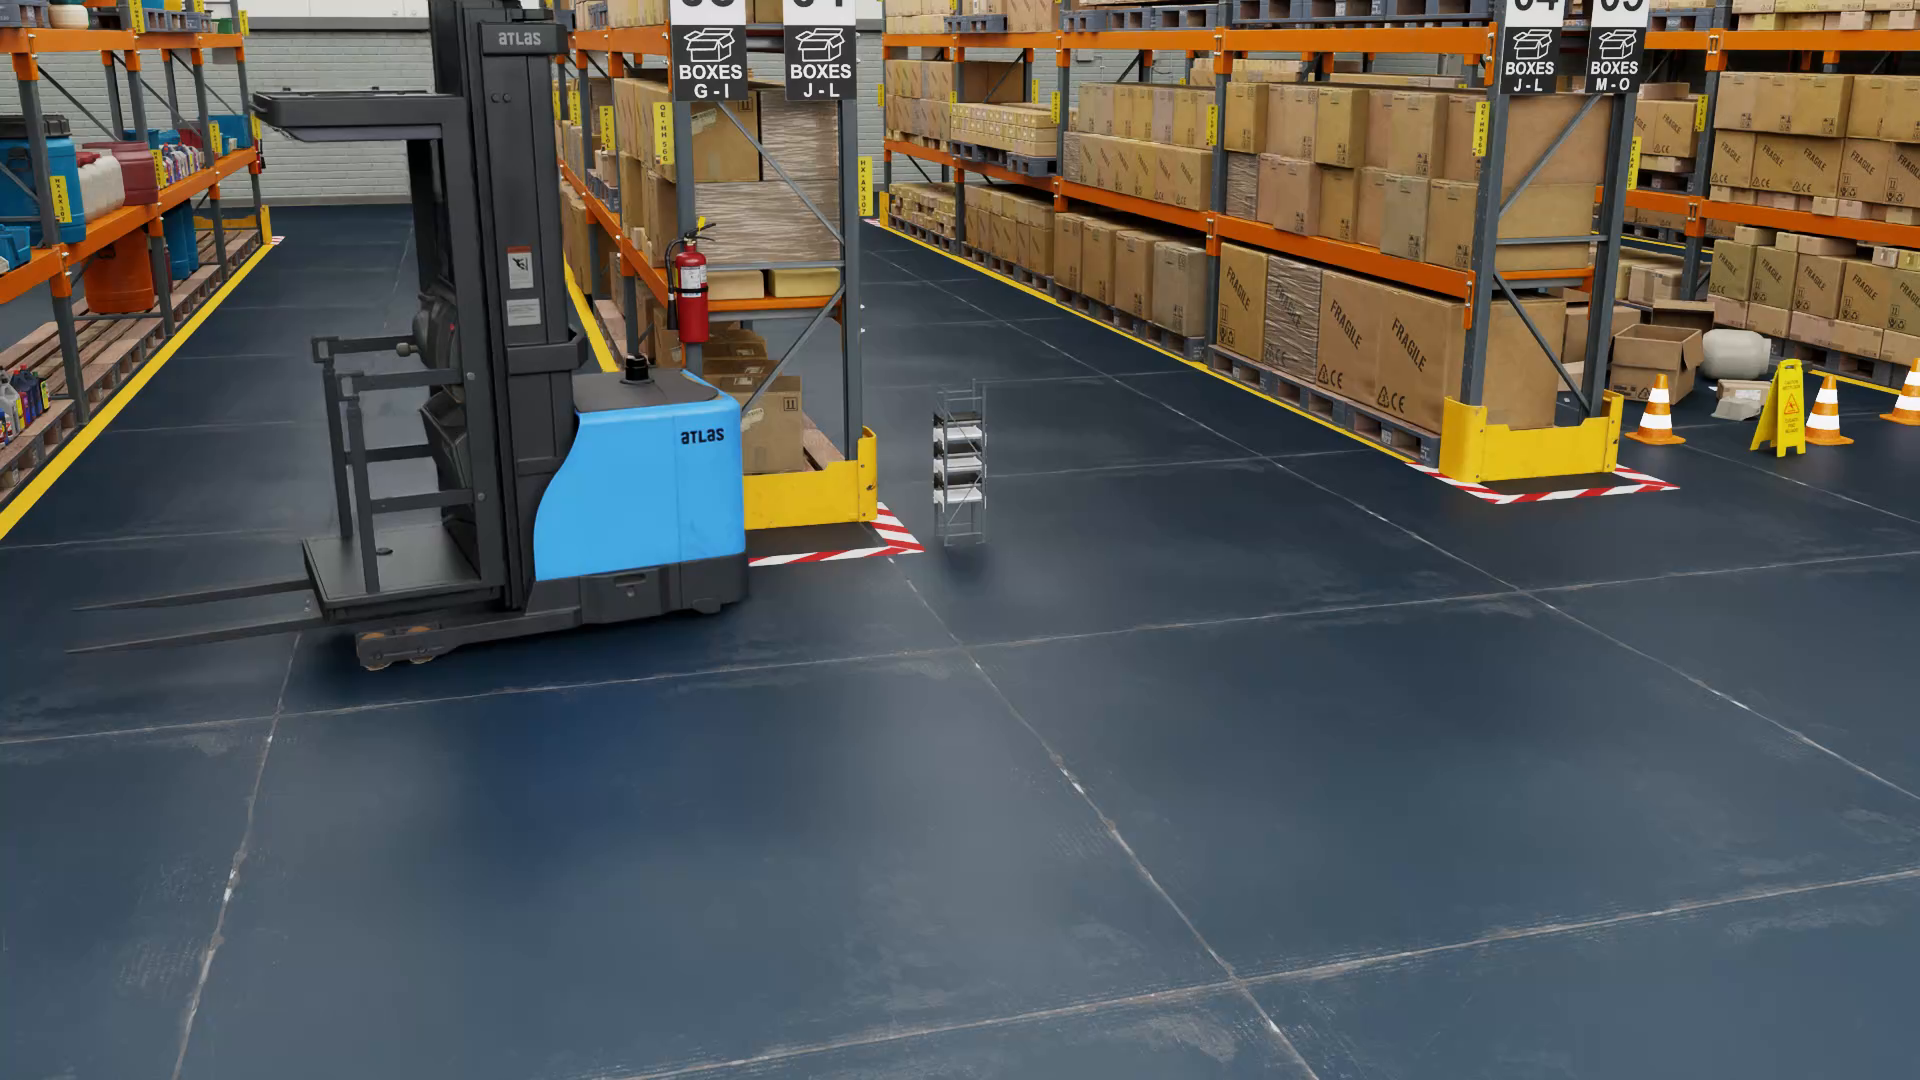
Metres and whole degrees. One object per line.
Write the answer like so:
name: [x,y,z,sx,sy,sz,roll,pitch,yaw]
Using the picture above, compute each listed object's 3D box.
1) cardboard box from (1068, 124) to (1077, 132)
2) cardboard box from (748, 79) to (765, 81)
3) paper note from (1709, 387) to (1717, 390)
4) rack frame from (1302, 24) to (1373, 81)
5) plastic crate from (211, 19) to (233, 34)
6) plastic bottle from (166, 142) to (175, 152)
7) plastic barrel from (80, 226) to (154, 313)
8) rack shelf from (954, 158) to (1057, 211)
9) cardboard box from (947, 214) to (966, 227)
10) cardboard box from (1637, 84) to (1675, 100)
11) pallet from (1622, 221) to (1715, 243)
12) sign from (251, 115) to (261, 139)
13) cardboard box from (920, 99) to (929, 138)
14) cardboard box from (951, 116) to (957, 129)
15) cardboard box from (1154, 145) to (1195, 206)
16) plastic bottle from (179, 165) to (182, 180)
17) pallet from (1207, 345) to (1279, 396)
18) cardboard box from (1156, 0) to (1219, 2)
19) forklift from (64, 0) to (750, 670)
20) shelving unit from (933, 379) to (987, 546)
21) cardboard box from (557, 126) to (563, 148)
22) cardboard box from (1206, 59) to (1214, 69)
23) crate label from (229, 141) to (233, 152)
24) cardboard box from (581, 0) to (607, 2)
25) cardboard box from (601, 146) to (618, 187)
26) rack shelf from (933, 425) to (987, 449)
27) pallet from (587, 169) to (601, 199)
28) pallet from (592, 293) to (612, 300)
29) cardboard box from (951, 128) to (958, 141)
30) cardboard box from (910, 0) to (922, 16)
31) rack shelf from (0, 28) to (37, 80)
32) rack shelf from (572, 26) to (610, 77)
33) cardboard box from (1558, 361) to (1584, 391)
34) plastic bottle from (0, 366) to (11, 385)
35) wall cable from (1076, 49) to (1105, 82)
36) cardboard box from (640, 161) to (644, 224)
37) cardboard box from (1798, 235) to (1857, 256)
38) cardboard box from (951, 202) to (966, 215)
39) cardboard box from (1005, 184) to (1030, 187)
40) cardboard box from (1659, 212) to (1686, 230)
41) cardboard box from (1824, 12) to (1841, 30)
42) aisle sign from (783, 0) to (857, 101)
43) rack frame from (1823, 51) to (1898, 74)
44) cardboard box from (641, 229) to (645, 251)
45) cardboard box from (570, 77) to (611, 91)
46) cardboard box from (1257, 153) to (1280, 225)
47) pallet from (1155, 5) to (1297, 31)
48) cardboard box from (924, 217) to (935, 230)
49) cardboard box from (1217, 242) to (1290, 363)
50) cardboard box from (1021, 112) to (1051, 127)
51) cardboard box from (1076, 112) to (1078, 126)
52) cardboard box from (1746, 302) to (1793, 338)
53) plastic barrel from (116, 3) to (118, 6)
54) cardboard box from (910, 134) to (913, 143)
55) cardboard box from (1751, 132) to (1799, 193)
cardboard box: [1.442,-4.633,18.850,0.380,0.149,0.250,-5,18,-17]
cardboard box: [-1.636,-3.069,12.026,0.500,0.500,0.500,-5,17,-15]
paper note: [6.202,-1.241,13.551,0.148,0.019,0.142,1,17,4]
rack frame: [5.167,-5.637,23.004,1.000,3.000,0.127,-5,17,-15]
plastic crate: [-9.678,-6.653,21.542,0.450,0.188,0.336,-5,17,-15]
plastic bottle: [-8.695,-4.199,18.301,0.144,0.351,0.185,-5,17,-15]
plastic barrel: [-8.175,-2.651,16.107,0.600,0.830,0.708,-5,17,-15]
rack shelf: [0.985,-4.320,19.870,1.077,0.370,4.000,-5,17,-15]
cardboard box: [0.043,-4.258,22.122,0.380,0.149,0.250,-4,17,-14]
cardboard box: [6.819,-4.426,16.424,0.380,0.149,0.250,-5,17,-17]
pallet: [10.198,-4.473,23.976,1.003,0.211,1.213,-5,17,-15]
sign: [-9.699,-5.695,22.912,0.100,0.325,0.005,-5,17,-15]
cardboard box: [-0.246,-5.801,22.859,0.500,0.500,0.500,-5,17,-16]
cardboard box: [0.101,-5.296,21.058,0.380,0.149,0.250,-4,17,-14]
cardboard box: [2.094,-3.316,15.103,0.500,0.500,0.500,-5,17,-16]
plastic bottle: [-8.307,-3.912,17.605,0.097,0.201,0.097,0,17,0]
pallet: [2.767,-1.453,13.922,1.003,0.211,1.213,-5,17,-15]
cardboard box: [2.083,-4.943,14.836,0.500,0.250,0.500,-5,17,-16]
forklift: [-2.601,-0.990,7.651,3.031,2.935,1.130,-8,18,-25]
shelving unit: [-0.002,-0.433,9.330,0.258,0.900,0.210,-5,17,-15]
cardboard box: [-4.735,-5.026,20.712,0.500,0.250,0.500,-5,17,-16]
cardboard box: [4.001,-7.313,25.544,0.380,0.149,0.250,-4,17,-14]
crate label: [-9.659,-5.103,21.581,0.396,0.136,0.243,-5,17,-15]
cardboard box: [-3.100,-5.042,14.765,0.500,0.500,0.500,-5,17,-17]
cardboard box: [-2.728,-3.364,14.526,0.797,0.503,0.637,-3,17,-10]
rack shelf: [-0.002,-0.574,9.288,0.258,0.077,0.200,-5,17,-15]
pallet: [-2.964,-3.467,16.112,1.213,0.211,1.003,-5,17,-15]
pallet: [-3.407,-2.636,17.860,1.003,0.211,1.213,-5,17,-15]
cardboard box: [0.101,-5.153,21.100,0.380,0.149,0.250,-6,18,-18]
cardboard box: [-0.381,-7.362,22.923,0.500,0.250,0.500,-5,18,-17]
rack shelf: [-6.376,-2.788,9.556,1.077,0.370,4.000,-5,17,-15]
rack shelf: [-2.713,-4.286,14.543,1.077,0.370,4.000,-5,17,-15]
cardboard box: [4.877,-1.366,13.537,0.396,0.266,0.258,-2,17,-6]
plastic bottle: [-6.610,-1.024,11.488,0.144,0.351,0.185,-5,17,-15]
wall cable: [2.495,-8.803,31.723,0.585,1.953,0.123,-5,17,-15]
cardboard box: [-1.761,-2.430,11.638,0.875,0.500,0.500,-5,17,-15]
cardboard box: [7.464,-2.538,14.306,0.380,0.149,0.250,-4,17,-12]
cardboard box: [0.087,-4.416,22.132,0.380,0.149,0.250,-4,17,-14]
cardboard box: [0.883,-4.395,21.180,0.500,0.250,0.500,-5,17,-17]
cardboard box: [10.144,-4.598,23.160,0.500,0.500,0.500,-5,17,-17]
cardboard box: [7.501,-4.351,13.946,0.380,0.149,0.250,-5,18,-17]
aisle sign: [-0.758,-2.786,8.994,0.394,0.787,0.004,-5,17,-15]
rack frame: [11.038,-4.924,20.631,1.000,3.000,0.127,-5,17,-15]
cardboard box: [-2.026,-2.093,11.644,0.380,0.149,0.250,-5,17,-15]
cardboard box: [-4.178,-5.206,19.651,0.797,0.503,0.637,-5,17,-17]
cardboard box: [2.919,-2.825,13.383,0.875,0.550,0.550,-5,17,-15]
pallet: [2.334,-4.600,14.669,0.805,0.209,1.217,-5,18,-17]
cardboard box: [-0.285,-4.421,23.183,0.380,0.149,0.250,-5,17,-15]
cardboard box: [2.739,-2.009,13.889,0.875,0.875,0.875,-4,17,-14]
cardboard box: [0.892,-4.646,18.378,0.380,0.149,0.250,-5,17,-16]
cardboard box: [1.517,-4.694,18.539,0.380,0.149,0.250,-5,17,-17]
cardboard box: [7.425,-1.977,14.870,0.500,0.250,0.500,-4,17,-12]
plastic barrel: [-8.095,-5.230,15.976,0.294,0.245,0.294,0,17,0]
cardboard box: [-0.504,-5.805,23.999,0.380,0.149,0.250,-5,17,-16]
cardboard box: [7.379,-3.334,14.646,0.500,0.500,0.500,-5,17,-15]
